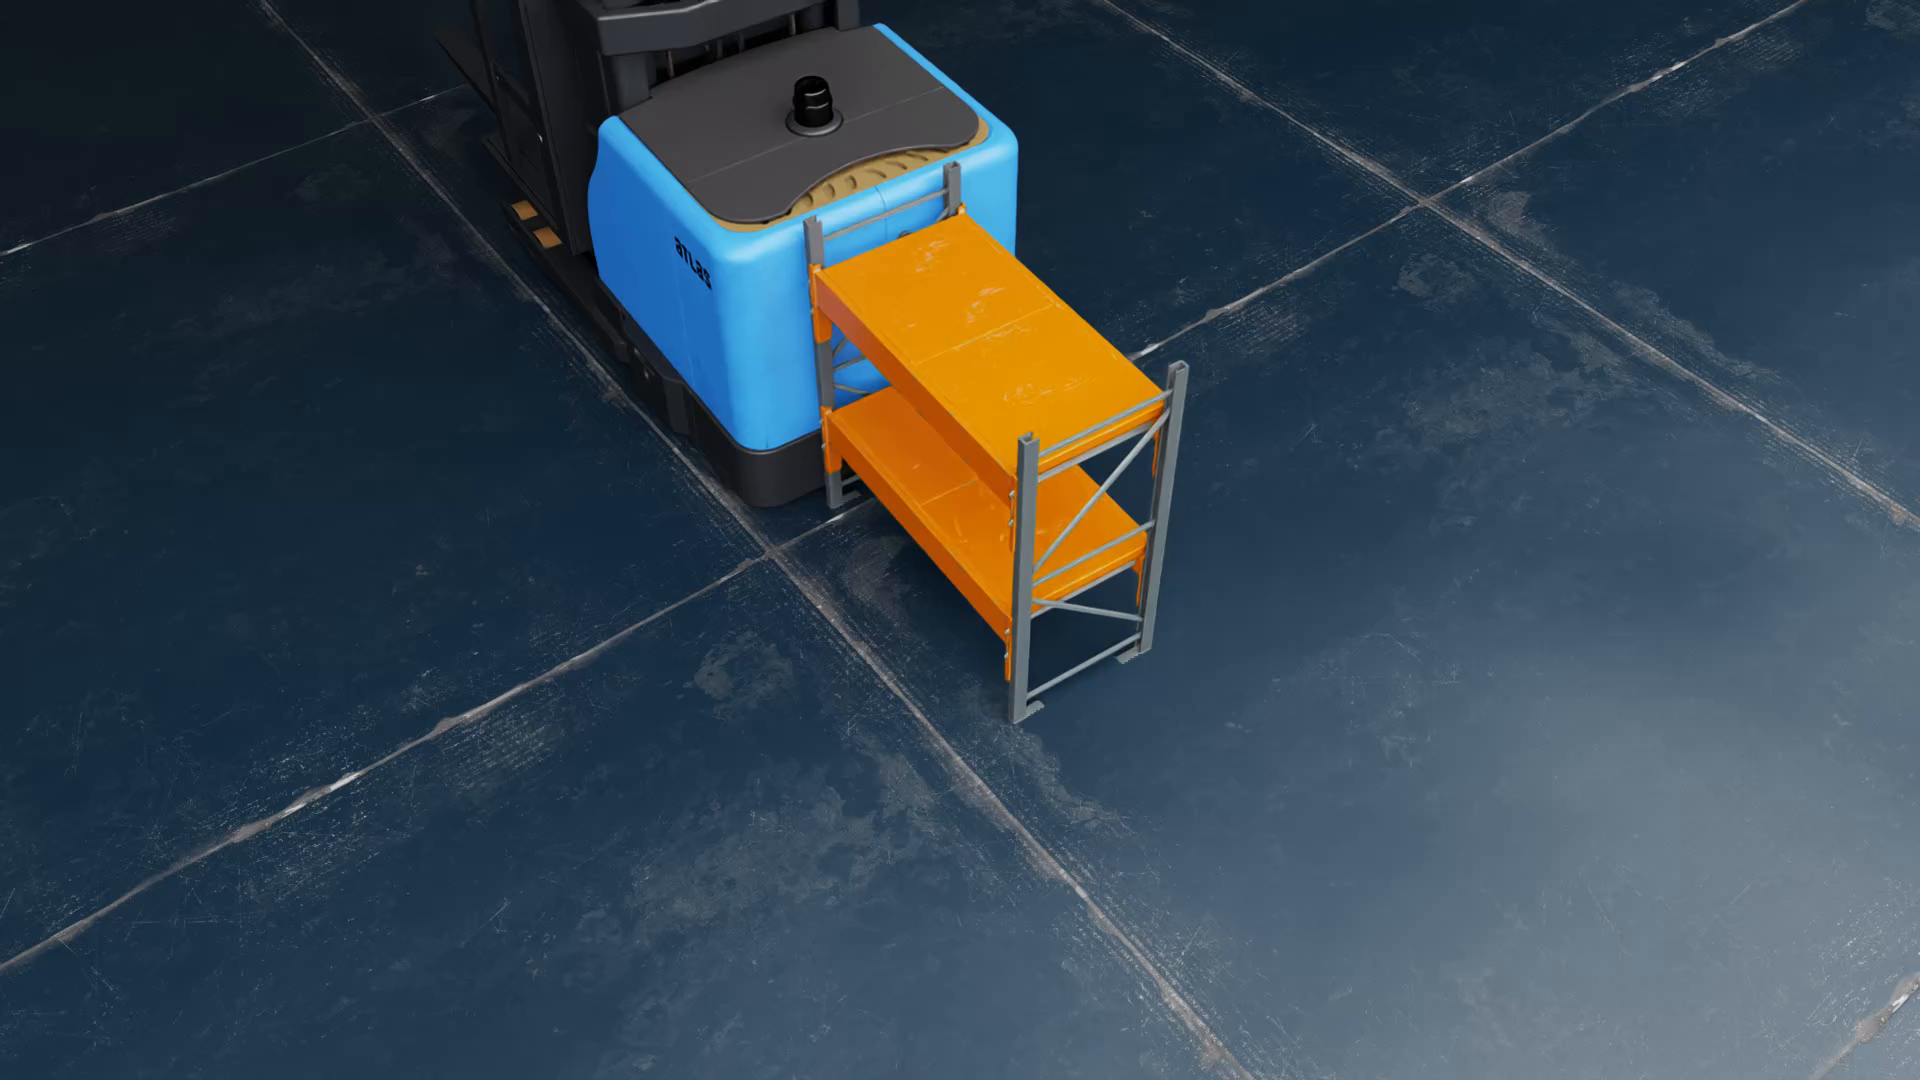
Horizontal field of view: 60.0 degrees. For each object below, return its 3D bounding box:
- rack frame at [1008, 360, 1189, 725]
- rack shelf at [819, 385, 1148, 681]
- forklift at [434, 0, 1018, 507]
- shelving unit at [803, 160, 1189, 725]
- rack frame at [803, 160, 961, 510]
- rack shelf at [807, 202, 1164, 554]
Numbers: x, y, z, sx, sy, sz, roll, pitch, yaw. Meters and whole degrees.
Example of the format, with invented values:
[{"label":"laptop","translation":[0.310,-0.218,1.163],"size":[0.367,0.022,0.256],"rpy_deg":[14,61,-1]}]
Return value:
[{"label":"rack frame","translation":[0.353,0.040,4.454],"size":[0.500,1.125,0.032],"rpy_deg":[-26,53,-22]},{"label":"rack shelf","translation":[0.071,-0.108,4.919],"size":[0.538,0.278,1.000],"rpy_deg":[-26,53,-22]},{"label":"forklift","translation":[-1.050,-2.155,5.225],"size":[1.130,2.935,3.031],"rpy_deg":[-27,53,-22]},{"label":"shelving unit","translation":[0.071,-0.273,4.738],"size":[0.538,1.125,1.048],"rpy_deg":[-26,53,-22]},{"label":"rack frame","translation":[-0.212,-0.586,5.022],"size":[0.500,1.125,0.032],"rpy_deg":[-26,53,-22]},{"label":"rack shelf","translation":[0.071,-0.469,4.521],"size":[0.538,0.278,1.000],"rpy_deg":[-26,53,-22]}]
